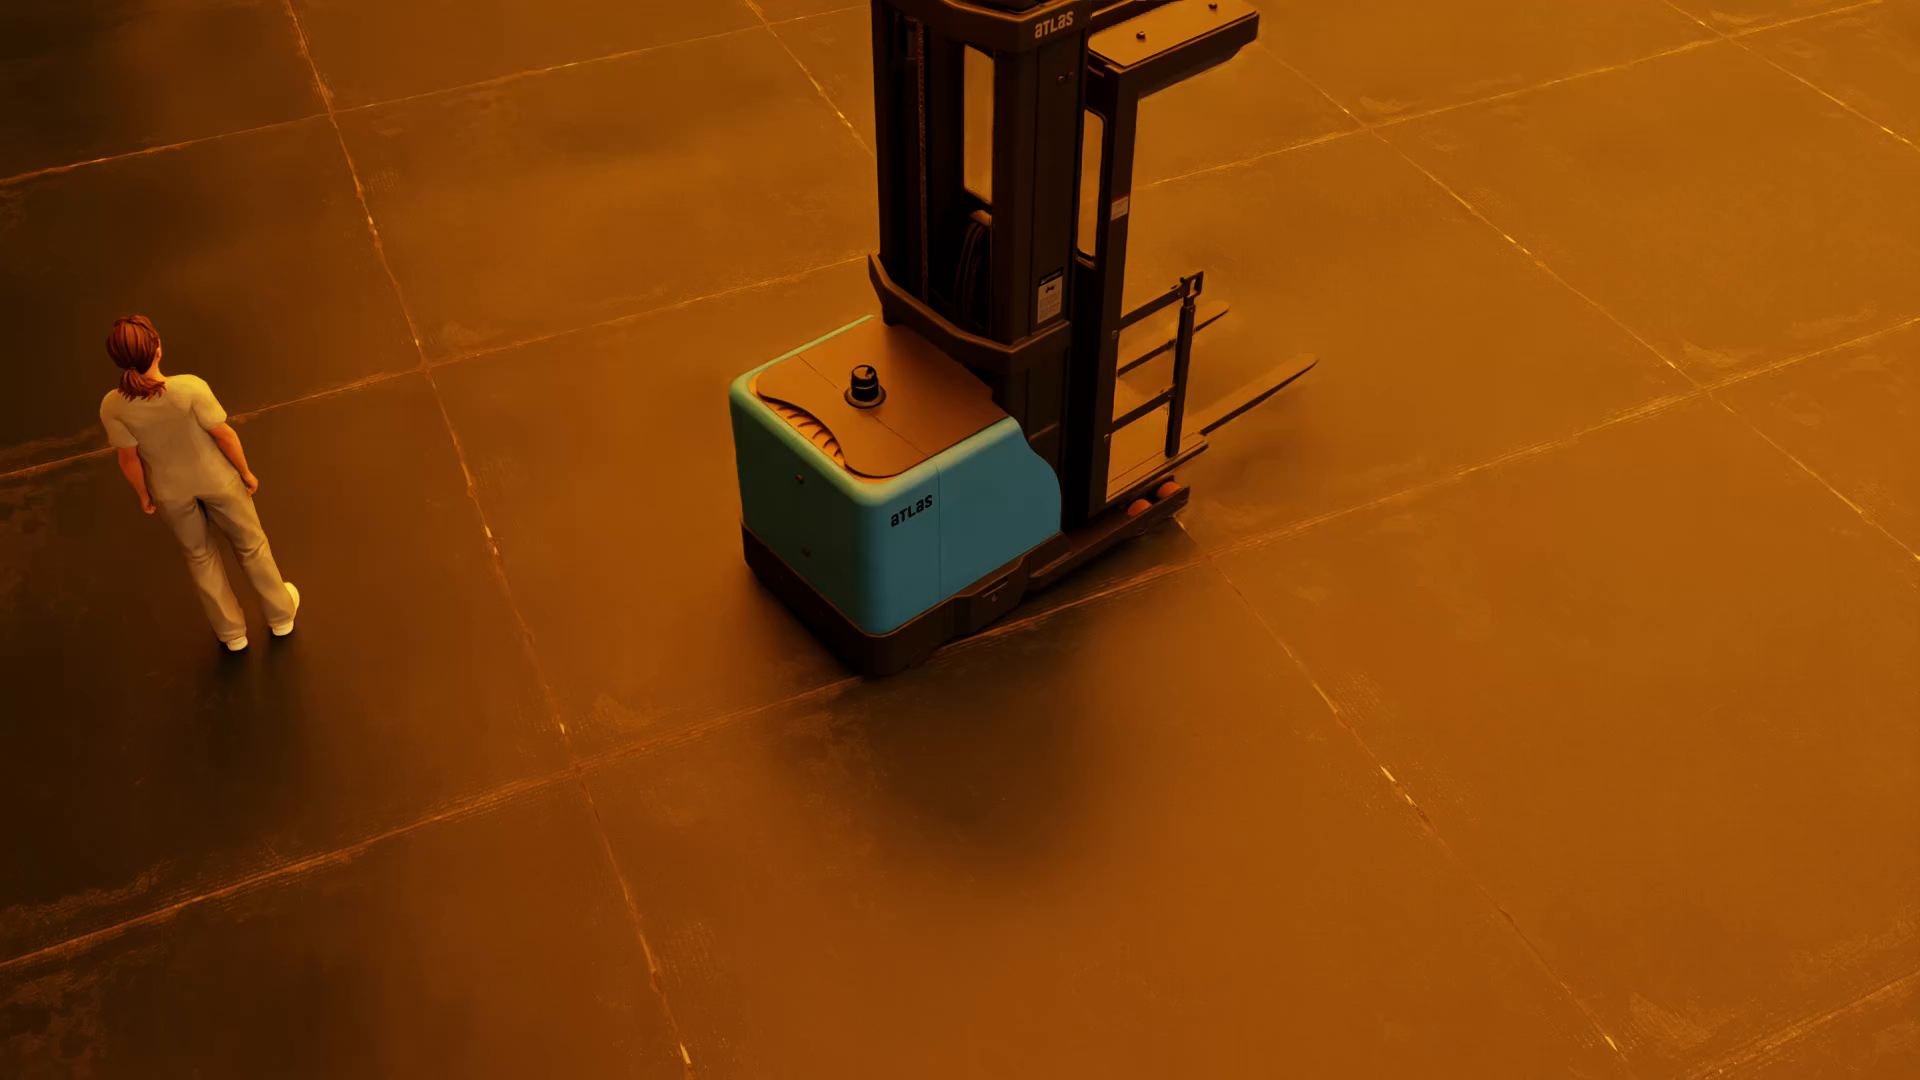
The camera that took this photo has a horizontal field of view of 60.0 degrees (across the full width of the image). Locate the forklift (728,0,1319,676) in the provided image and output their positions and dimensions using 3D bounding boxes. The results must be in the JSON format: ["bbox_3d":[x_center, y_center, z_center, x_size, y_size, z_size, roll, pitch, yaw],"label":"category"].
[{"bbox_3d":[0.462,-1.348,7.124,3.031,2.935,1.130,-30,51,-28],"label":"forklift"}]

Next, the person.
[{"bbox_3d":[-3.143,-0.227,6.846,0.459,1.674,0.377,-14,45,-14],"label":"person"}]
